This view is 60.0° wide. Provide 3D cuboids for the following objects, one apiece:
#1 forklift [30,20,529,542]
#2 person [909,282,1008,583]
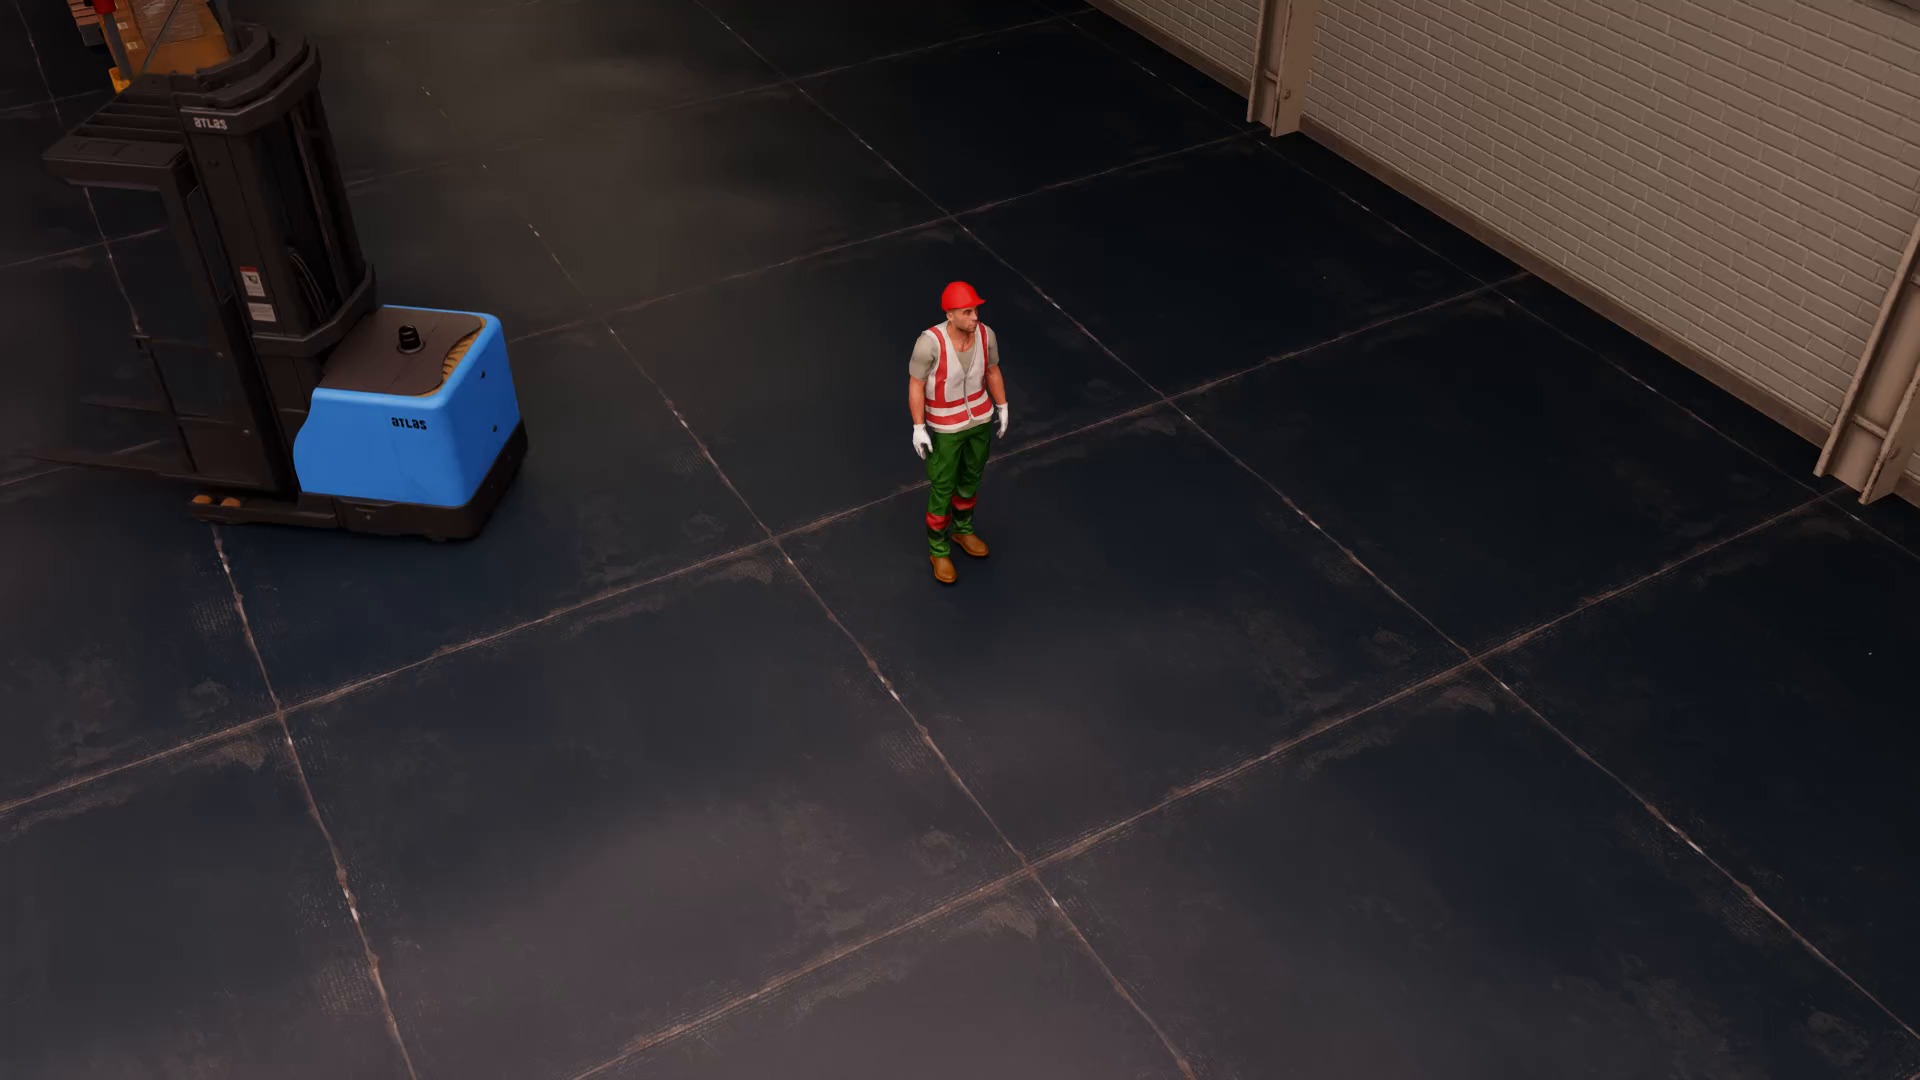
[{"bbox_3d":[-4.403,-1.553,9.909,3.031,2.935,1.130,6,40,7],"label":"forklift"},{"bbox_3d":[0.031,-0.646,9.699,0.638,1.789,0.562,-20,44,-23],"label":"person"}]
